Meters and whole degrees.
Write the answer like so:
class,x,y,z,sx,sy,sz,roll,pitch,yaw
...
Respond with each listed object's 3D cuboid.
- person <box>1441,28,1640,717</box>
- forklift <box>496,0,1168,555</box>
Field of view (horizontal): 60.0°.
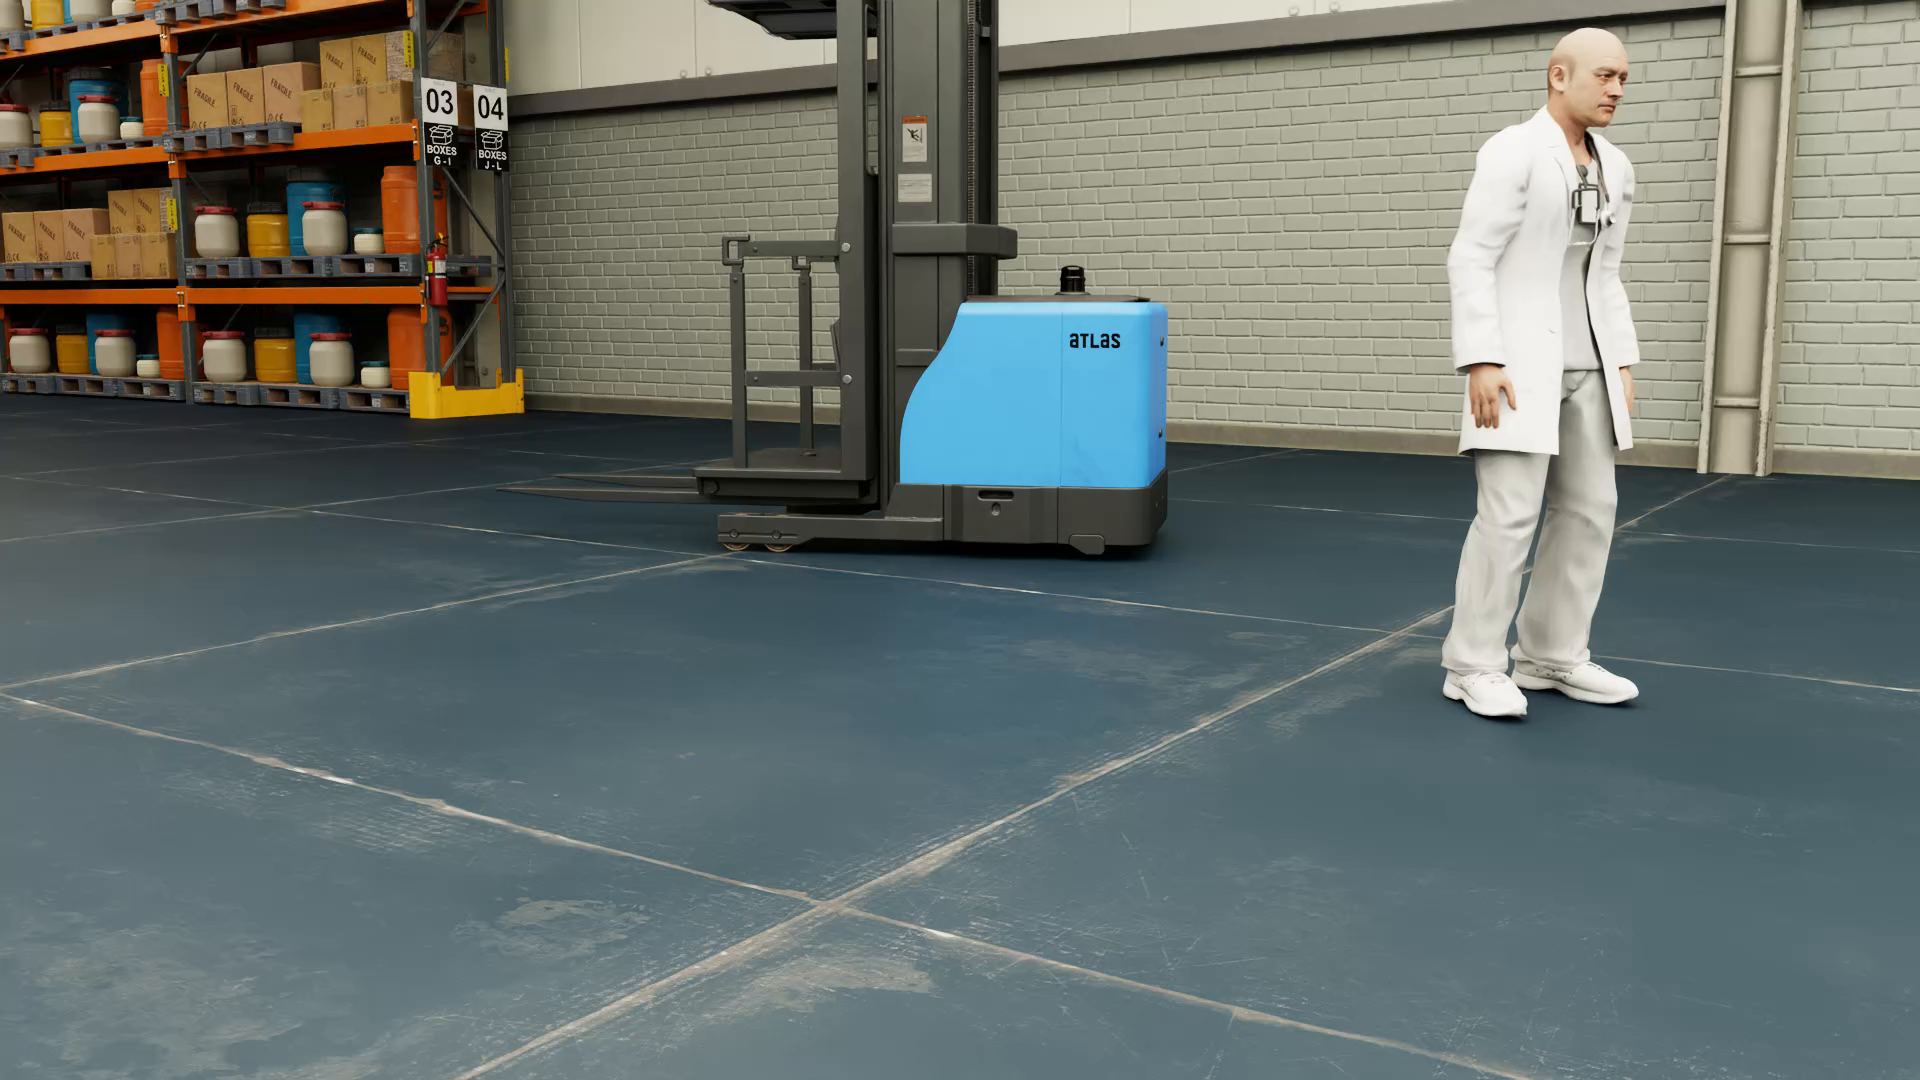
class,x,y,z,sx,sy,sz,roll,pitch,yaw
person,1.575,-0.445,4.435,0.646,1.772,0.436,-4,9,-28
forklift,-0.596,-1.469,7.520,3.031,2.935,1.130,2,8,12
